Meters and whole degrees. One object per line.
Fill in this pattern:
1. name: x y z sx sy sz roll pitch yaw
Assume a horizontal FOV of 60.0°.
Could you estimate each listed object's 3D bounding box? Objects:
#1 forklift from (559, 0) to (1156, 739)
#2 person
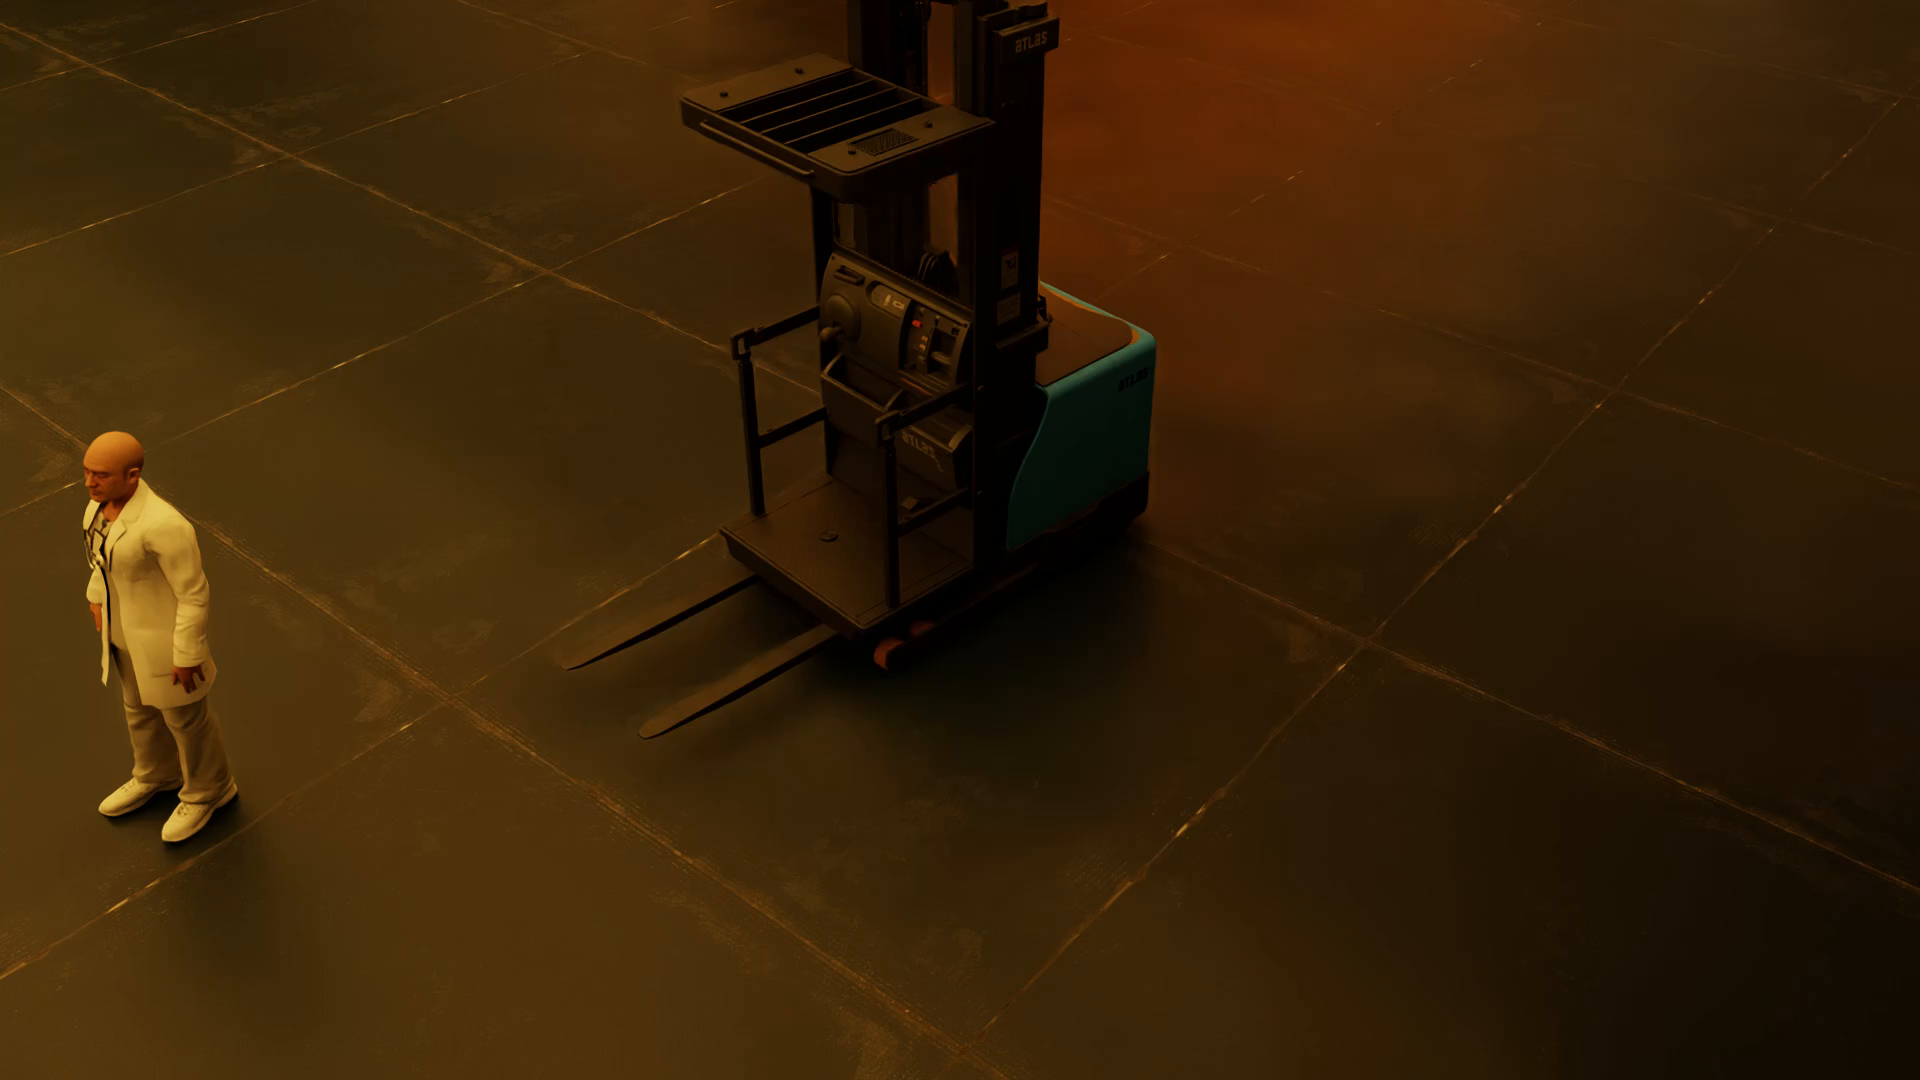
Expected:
1. forklift: -0.450 -0.922 7.284 3.031 2.935 1.130 -29 45 -34
2. person: -3.198 0.401 6.443 0.689 1.785 0.553 25 43 30
